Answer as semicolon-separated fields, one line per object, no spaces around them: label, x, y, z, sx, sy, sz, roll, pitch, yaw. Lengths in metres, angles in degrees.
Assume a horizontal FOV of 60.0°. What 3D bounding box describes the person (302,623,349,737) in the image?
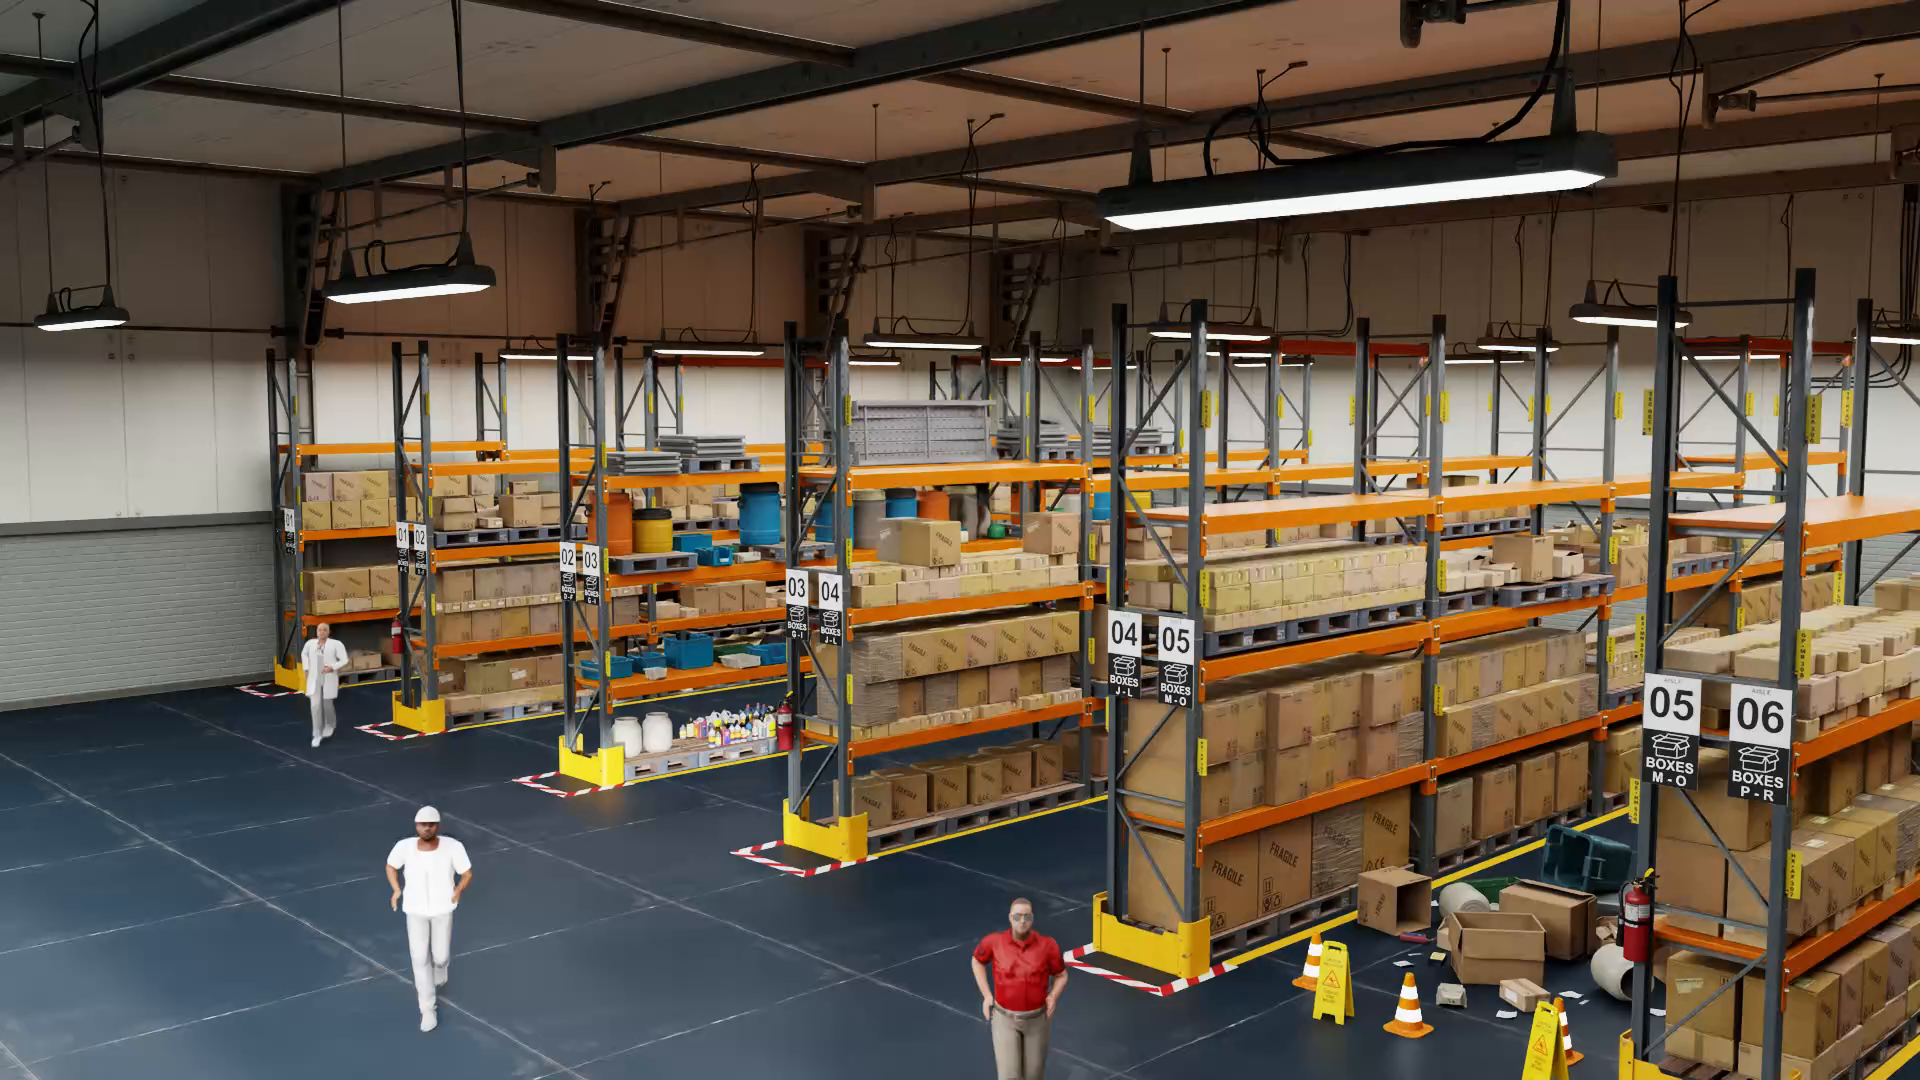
person;-9.495;2.062;24.859;0.708;1.675;0.771;-1;5;-9

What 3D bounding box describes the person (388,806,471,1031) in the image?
person;-4.431;3.093;13.908;0.673;1.768;0.924;-1;5;-15

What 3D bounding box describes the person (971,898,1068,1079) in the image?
person;0.415;3.279;11.523;0.663;1.631;0.765;0;5;-2
